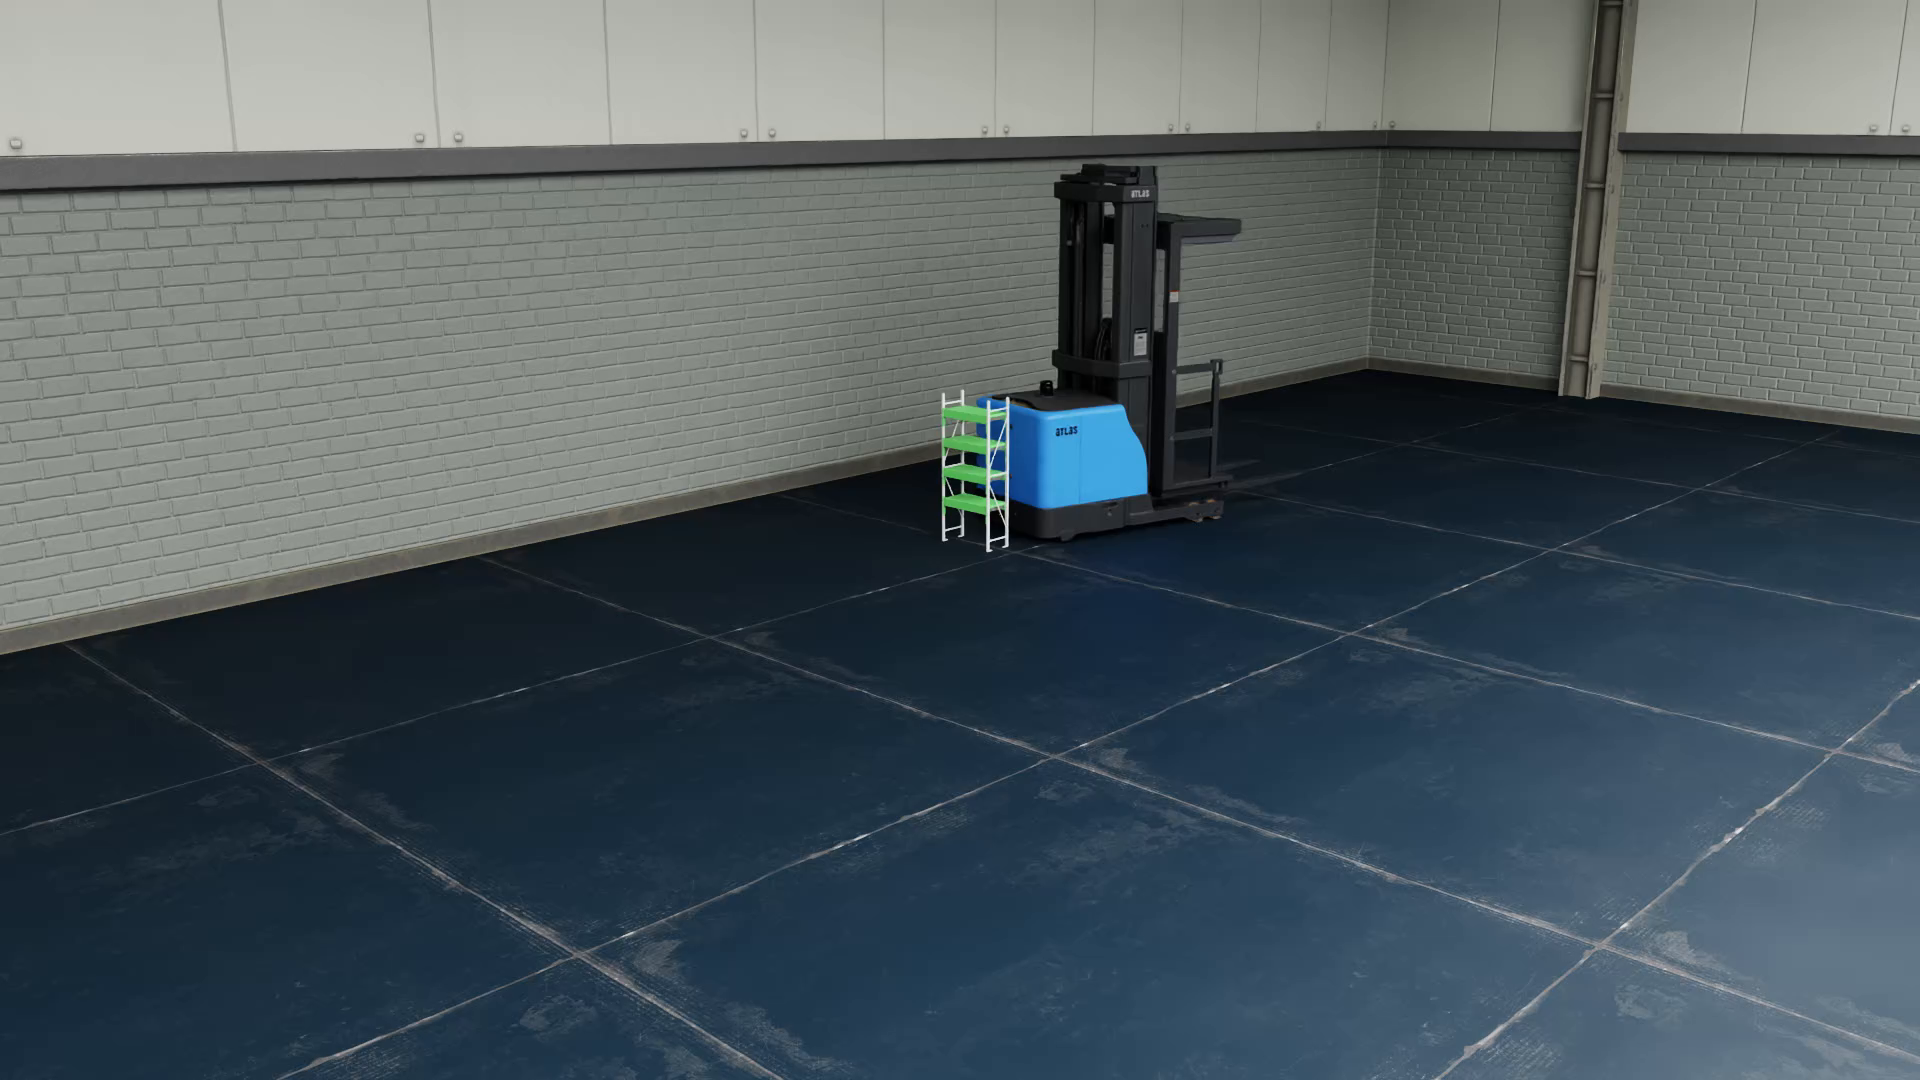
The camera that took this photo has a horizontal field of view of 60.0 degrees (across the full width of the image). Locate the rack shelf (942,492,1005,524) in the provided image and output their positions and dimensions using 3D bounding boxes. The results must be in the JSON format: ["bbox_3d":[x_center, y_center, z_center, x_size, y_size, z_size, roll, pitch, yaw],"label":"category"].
[{"bbox_3d":[0.119,-0.258,13.246,0.480,0.148,0.258,14,20,42],"label":"rack shelf"}]

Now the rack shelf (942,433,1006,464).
[{"bbox_3d":[0.119,-0.722,13.125,0.480,0.148,0.258,14,20,42],"label":"rack shelf"}]

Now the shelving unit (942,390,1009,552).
[{"bbox_3d":[0.119,-0.552,13.170,0.503,1.200,0.258,14,20,42],"label":"shelving unit"}]

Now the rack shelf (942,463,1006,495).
[{"bbox_3d":[0.119,-0.490,13.186,0.480,0.148,0.258,14,20,42],"label":"rack shelf"}]

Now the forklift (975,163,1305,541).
[{"bbox_3d":[1.638,-1.668,14.021,3.031,2.935,1.130,-9,17,-32],"label":"forklift"}]

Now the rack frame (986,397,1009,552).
[{"bbox_3d":[0.295,-0.509,13.006,0.015,1.200,0.240,14,20,42],"label":"rack frame"}]

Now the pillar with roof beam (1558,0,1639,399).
[{"bbox_3d":[4.509,-5.322,16.012,0.400,9.000,9.100,14,20,42],"label":"pillar with roof beam"}]

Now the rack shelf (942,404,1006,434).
[{"bbox_3d":[0.119,-0.954,13.065,0.480,0.148,0.258,14,20,42],"label":"rack shelf"}]

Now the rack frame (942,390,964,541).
[{"bbox_3d":[-0.056,-0.594,13.334,0.015,1.200,0.240,14,20,42],"label":"rack frame"}]
